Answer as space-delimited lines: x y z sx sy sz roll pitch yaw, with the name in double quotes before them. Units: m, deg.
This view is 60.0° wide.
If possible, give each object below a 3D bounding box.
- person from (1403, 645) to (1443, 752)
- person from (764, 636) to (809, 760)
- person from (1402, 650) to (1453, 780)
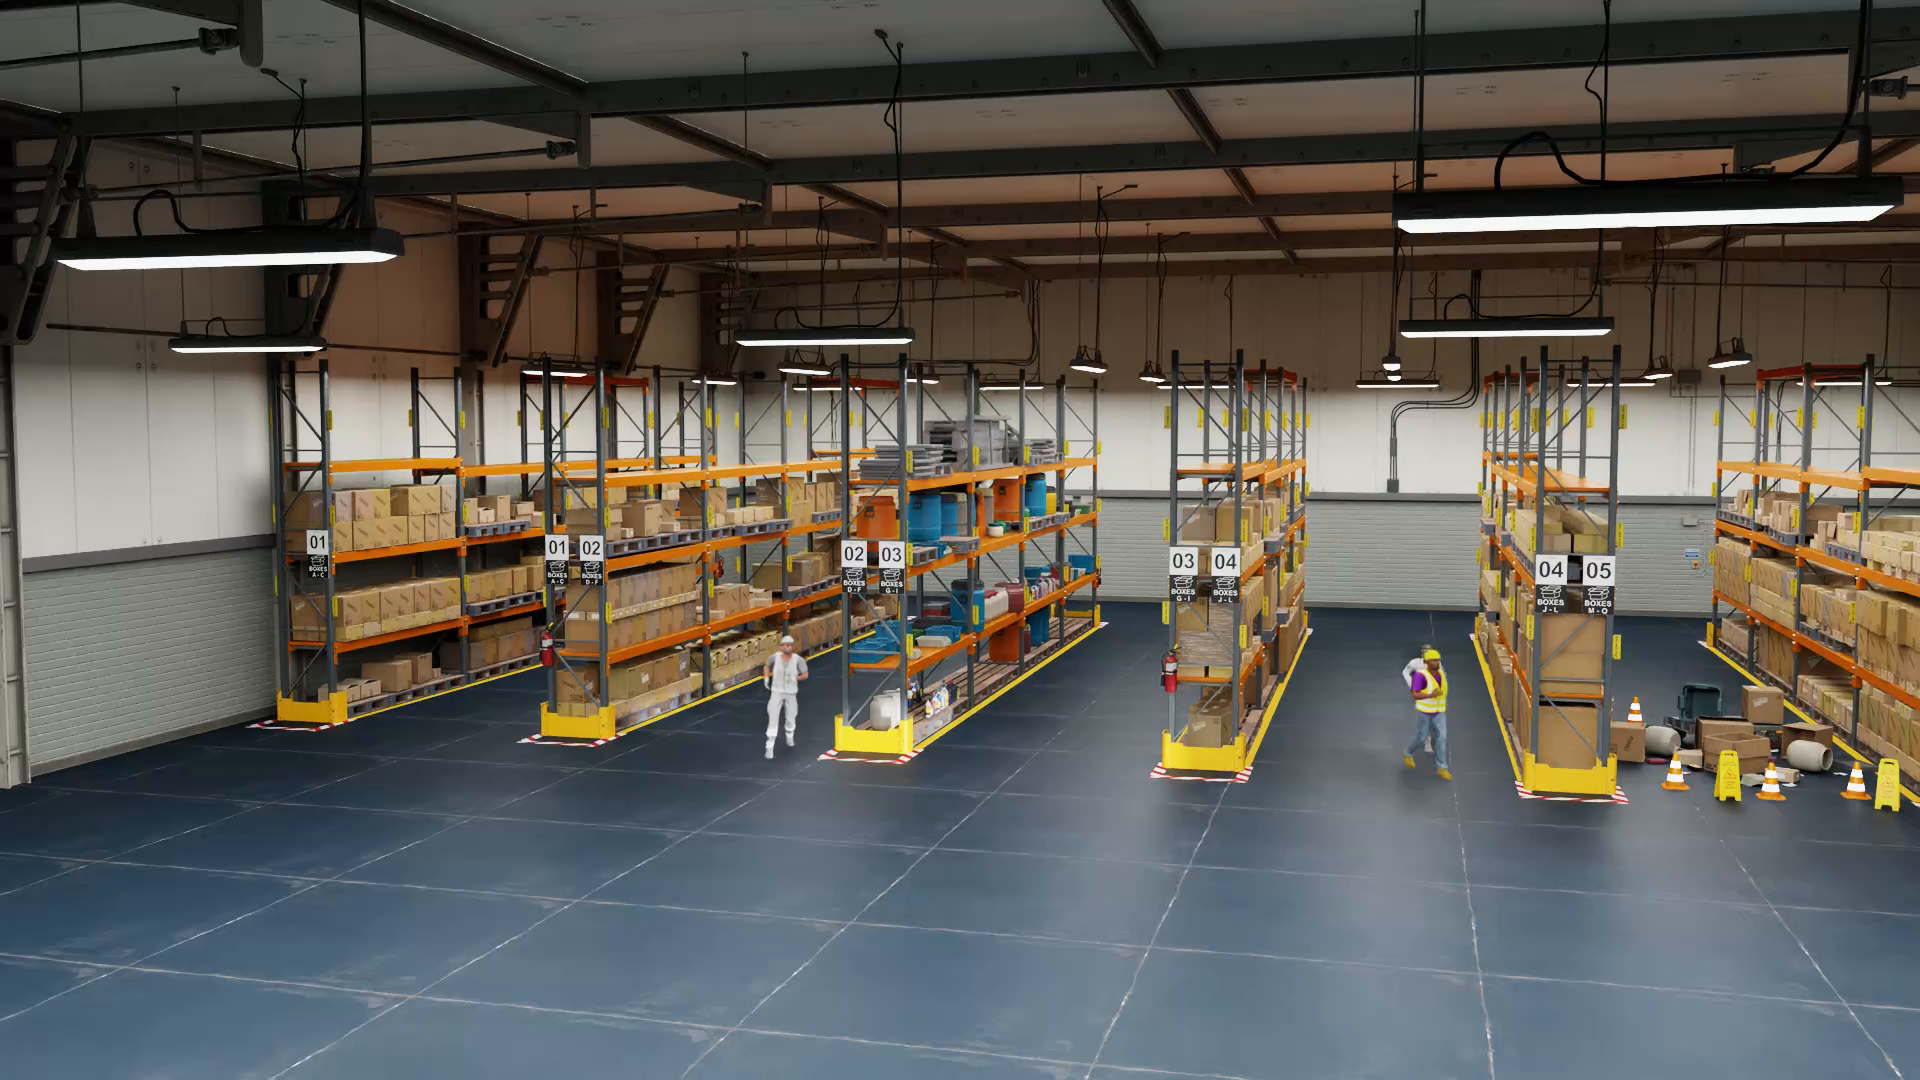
"person" 7.092 2.384 25.492 0.621 1.679 0.853 1 4 9
"person" -2.615 2.311 25.000 0.674 1.778 0.886 0 4 -6
"person" 6.585 2.409 23.331 0.695 1.761 0.981 -2 4 -21
